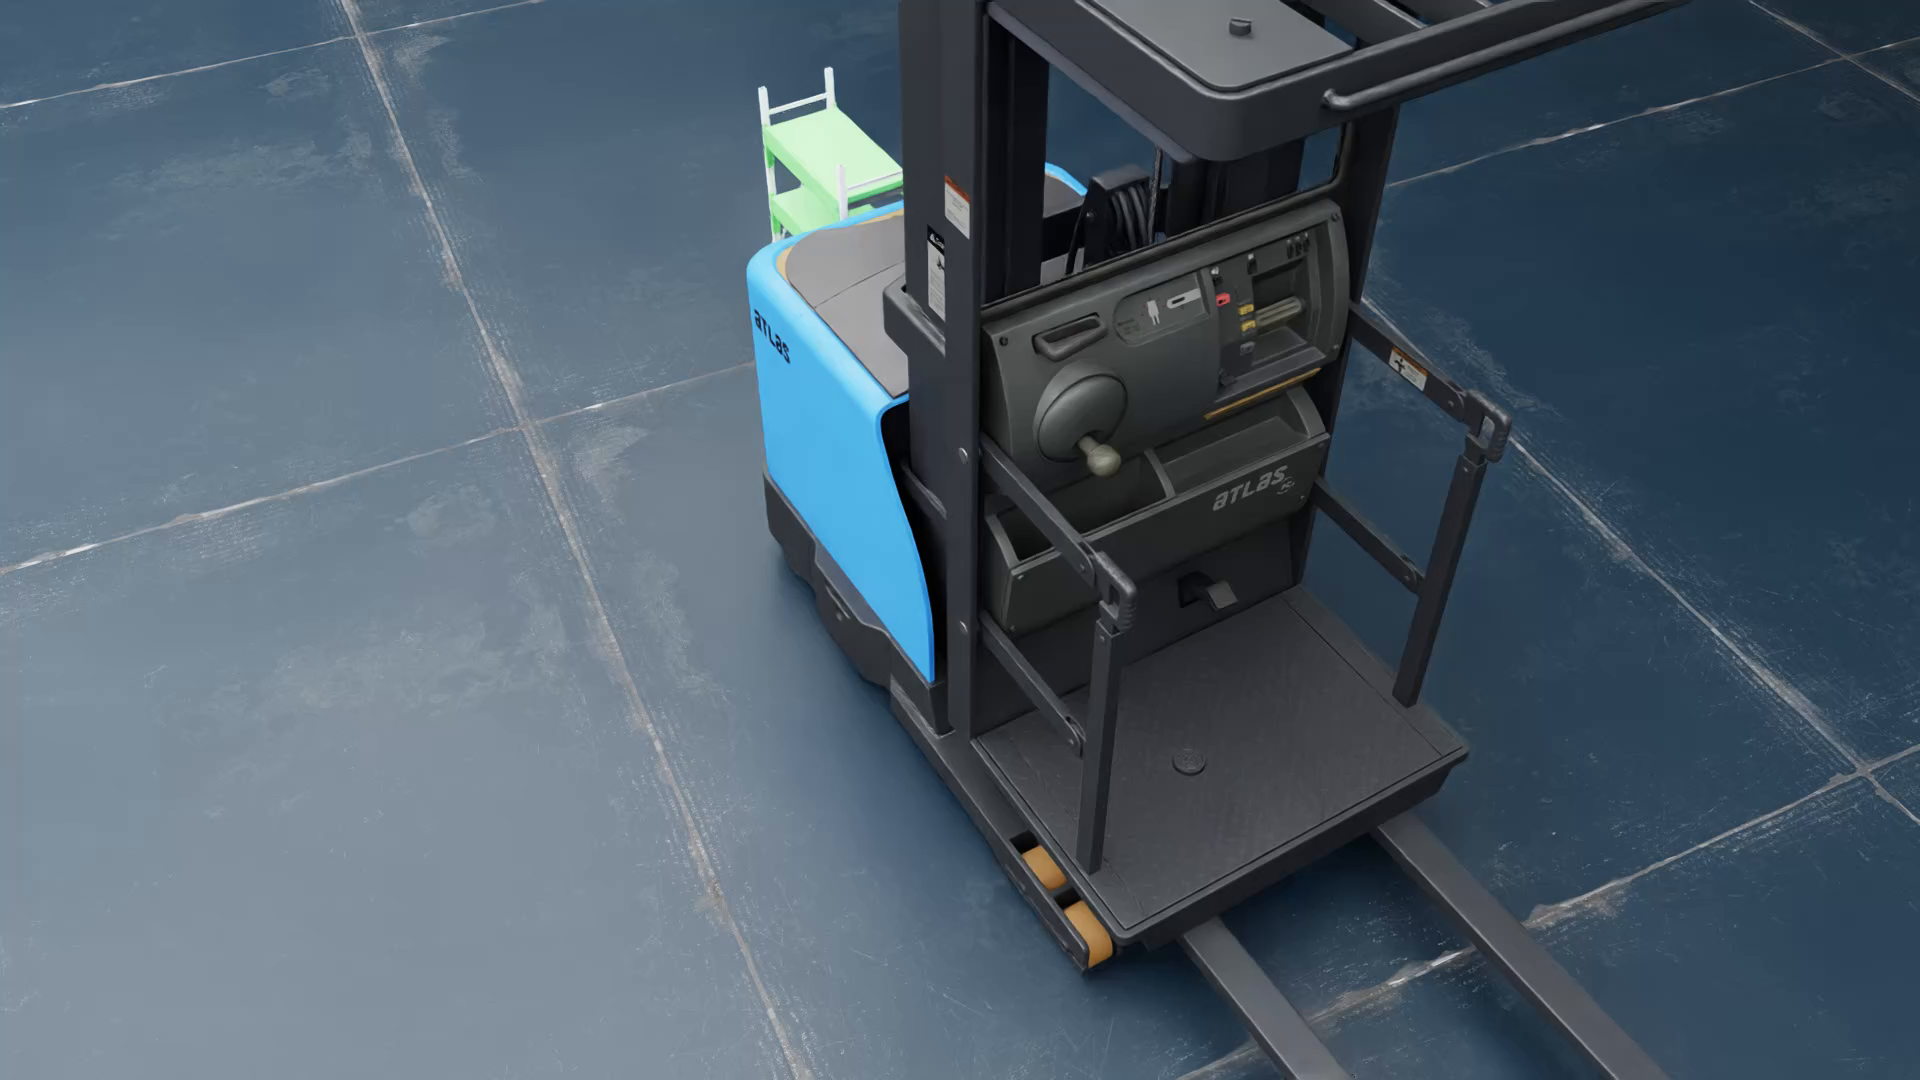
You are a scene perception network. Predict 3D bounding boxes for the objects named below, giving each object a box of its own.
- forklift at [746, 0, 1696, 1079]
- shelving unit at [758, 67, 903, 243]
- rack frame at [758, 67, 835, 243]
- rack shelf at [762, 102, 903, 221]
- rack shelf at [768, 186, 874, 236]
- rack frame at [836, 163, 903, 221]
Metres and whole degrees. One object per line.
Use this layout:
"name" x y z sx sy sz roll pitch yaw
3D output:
"forklift" 0.591 -0.353 3.521 1.130 2.935 3.031 -23 49 -22
"shelving unit" -0.361 -0.793 5.200 0.258 1.200 0.503 -23 49 -22
"rack frame" -0.487 -0.940 5.349 0.240 1.200 0.015 -23 49 -22
"rack shelf" -0.361 -1.089 4.907 0.258 0.148 0.480 -23 49 -22
"rack shelf" -0.361 -0.919 5.076 0.258 0.148 0.480 -23 49 -22
"rack frame" -0.235 -0.646 5.051 0.240 1.200 0.015 -23 49 -22
